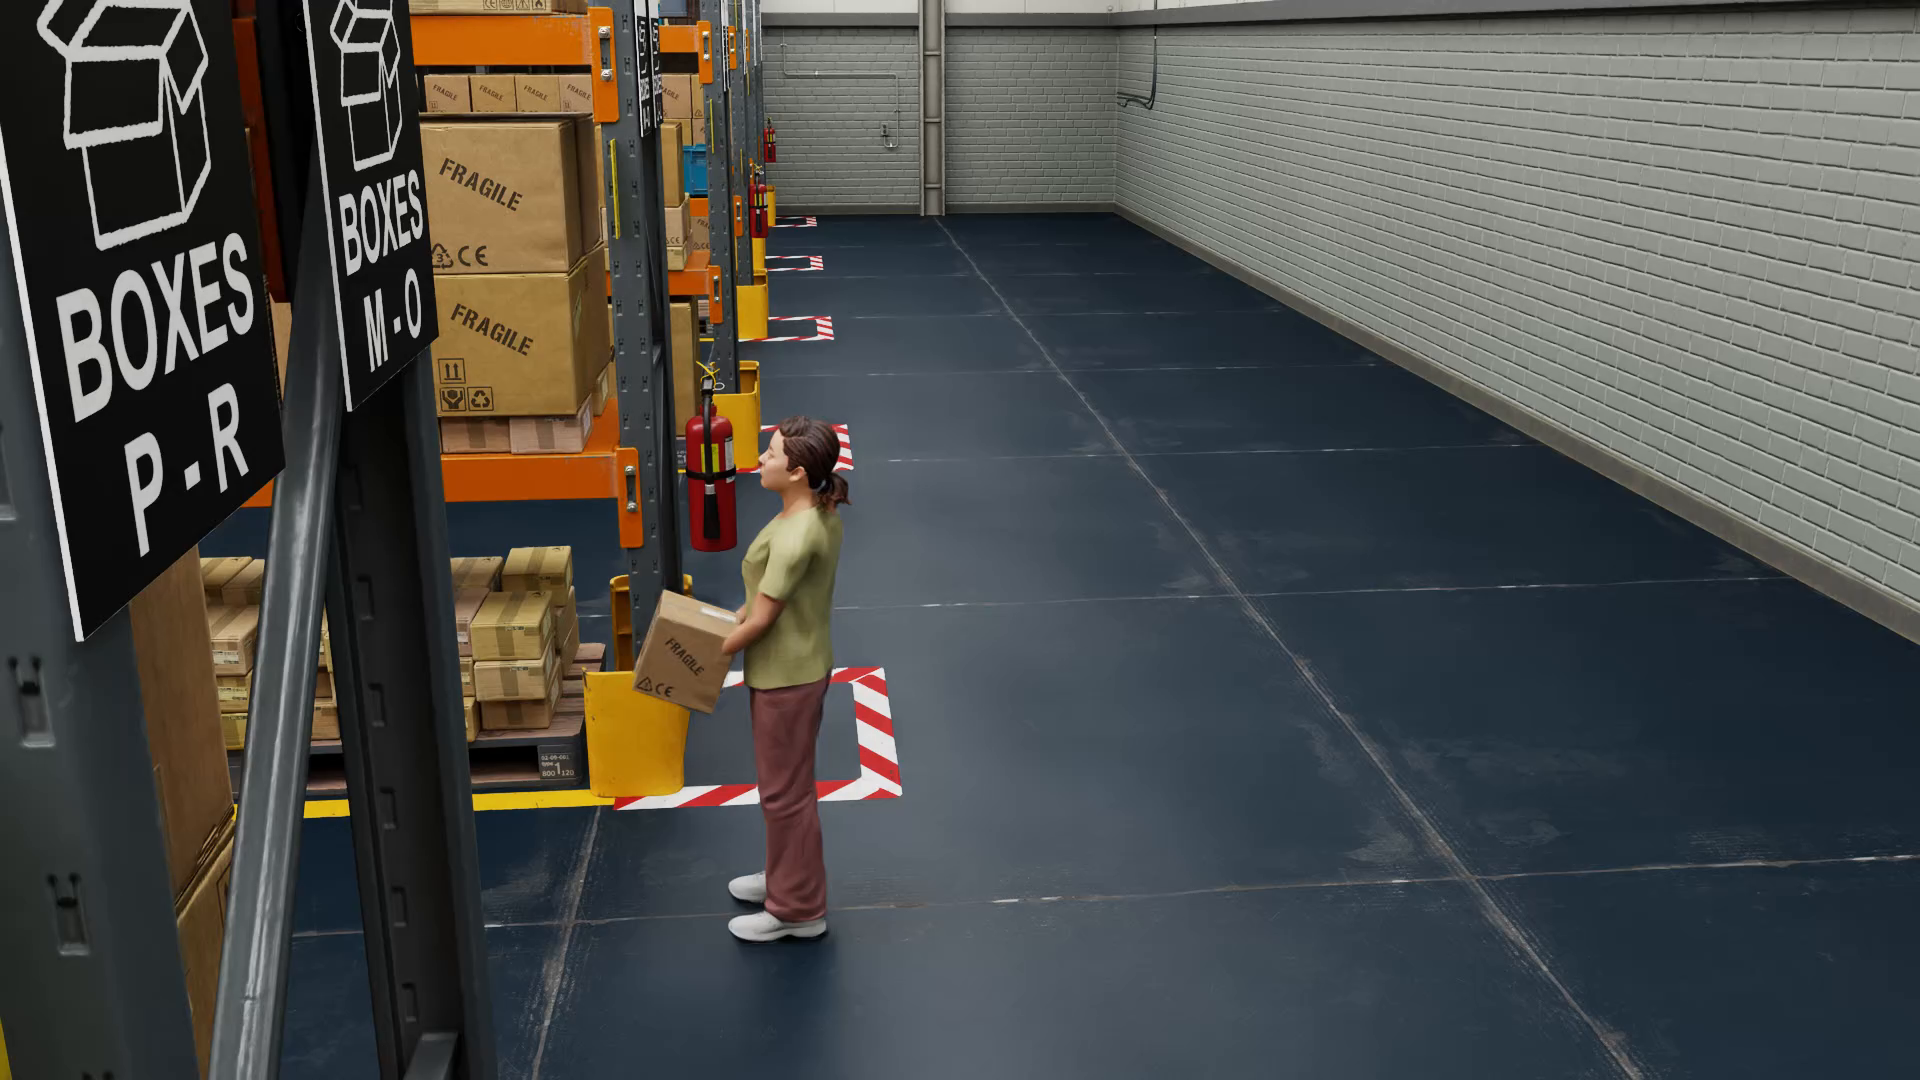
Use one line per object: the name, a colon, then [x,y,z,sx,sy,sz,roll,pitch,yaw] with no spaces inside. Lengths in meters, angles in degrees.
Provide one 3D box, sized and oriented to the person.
person: [-0.578,0.429,5.122,0.529,1.675,0.447,2,17,6]
